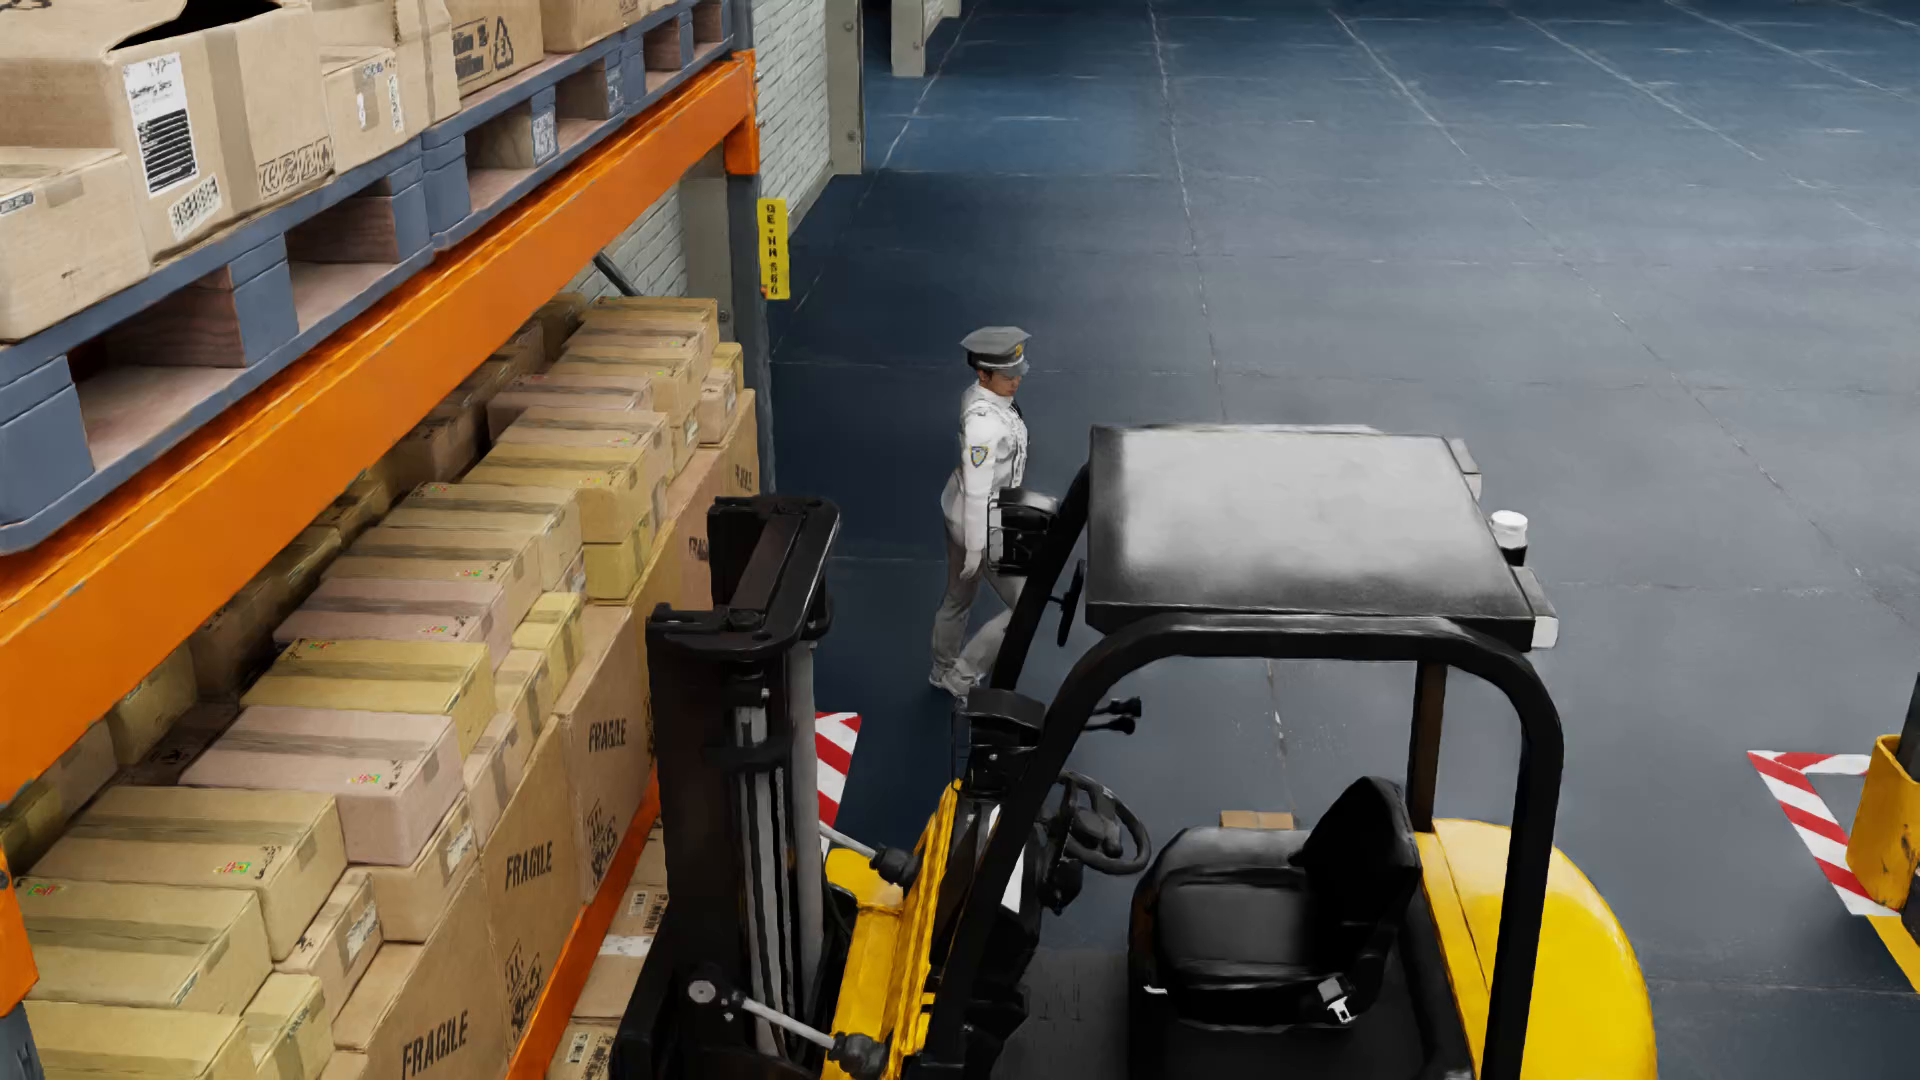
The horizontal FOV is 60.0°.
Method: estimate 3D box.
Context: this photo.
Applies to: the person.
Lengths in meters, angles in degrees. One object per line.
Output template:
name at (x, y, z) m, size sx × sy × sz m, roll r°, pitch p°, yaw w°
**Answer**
person at (0.121, -0.072, 6.746) m, size 0.484 × 1.655 × 0.565 m, roll -2°, pitch 25°, yaw -5°
